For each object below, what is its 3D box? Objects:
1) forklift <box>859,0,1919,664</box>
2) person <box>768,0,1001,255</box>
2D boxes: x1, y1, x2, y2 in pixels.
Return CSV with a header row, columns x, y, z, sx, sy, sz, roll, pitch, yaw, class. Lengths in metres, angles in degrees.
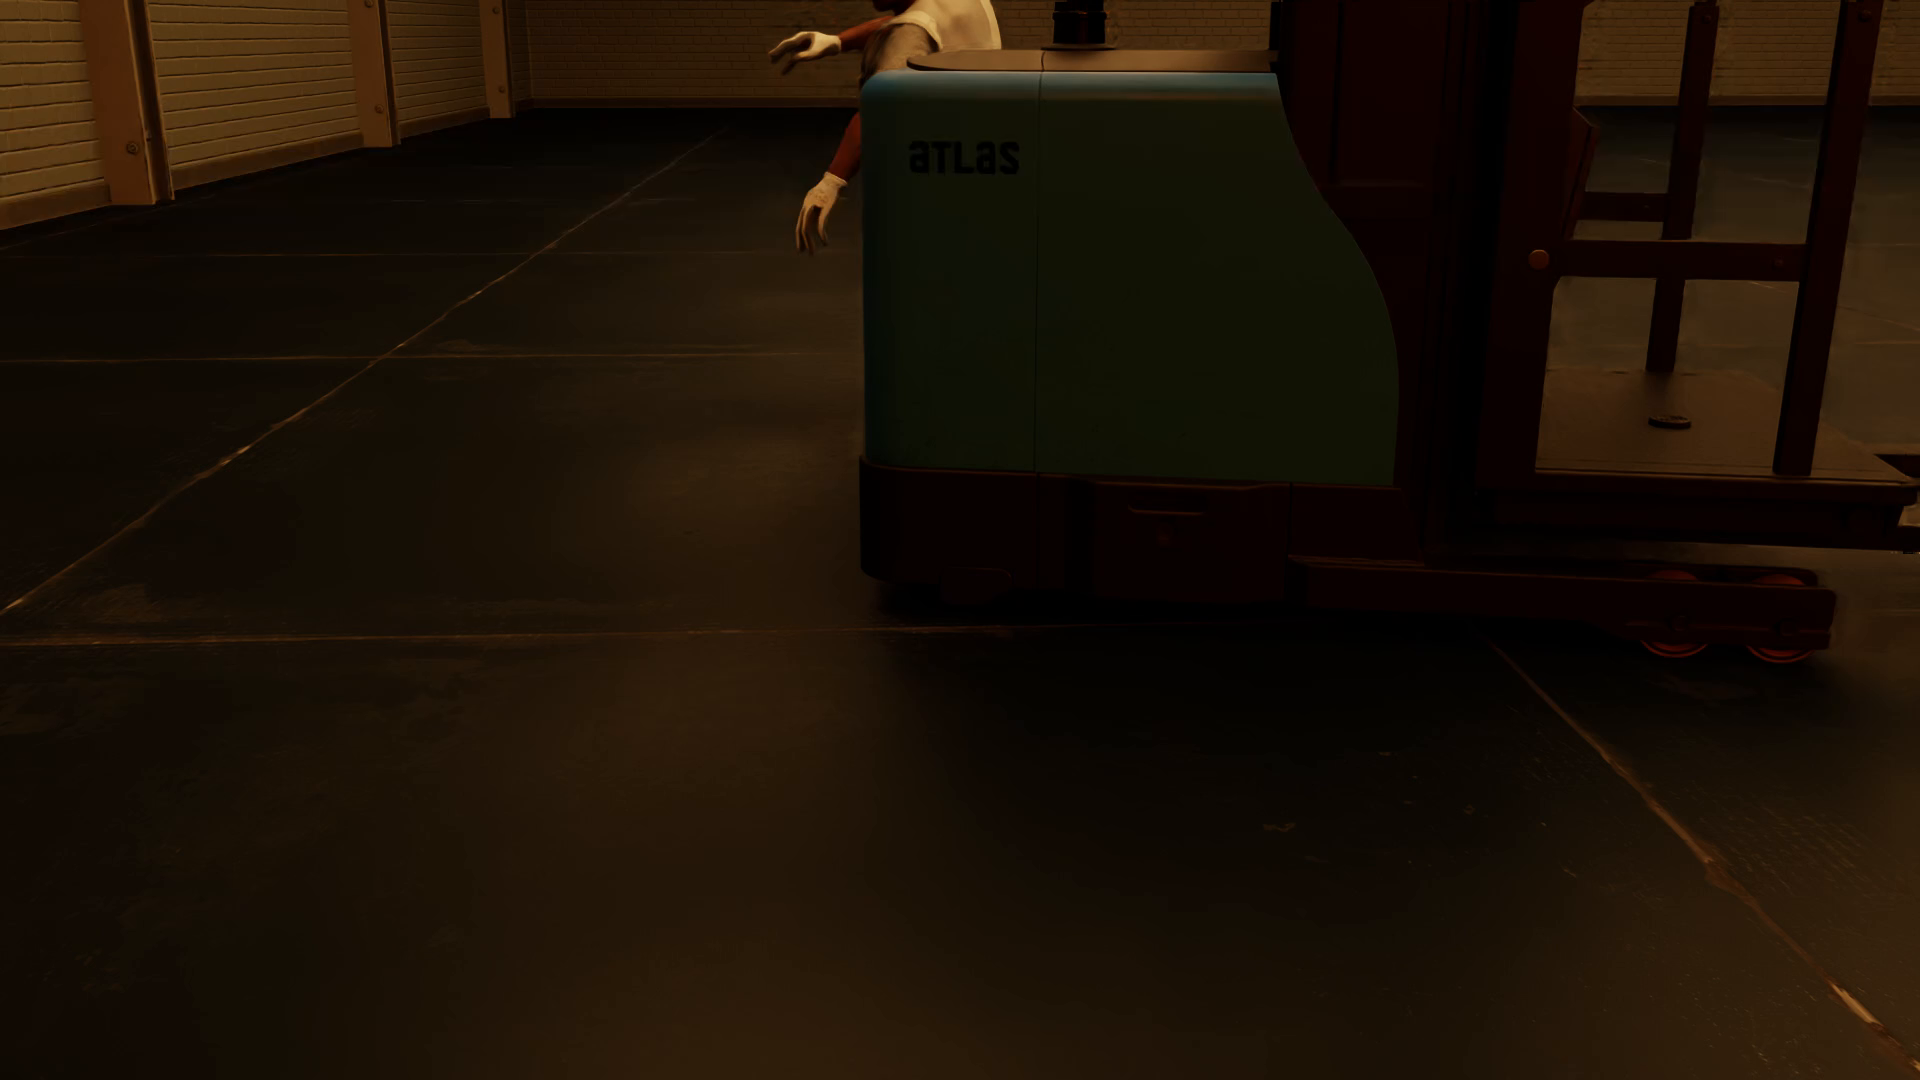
x,y,z,sx,sy,sz,roll,pitch,yaw,class
1.355,-1.334,3.268,3.031,2.935,1.130,3,17,8,forklift
-0.200,-1.043,4.843,0.761,1.544,0.961,-6,18,-20,person
